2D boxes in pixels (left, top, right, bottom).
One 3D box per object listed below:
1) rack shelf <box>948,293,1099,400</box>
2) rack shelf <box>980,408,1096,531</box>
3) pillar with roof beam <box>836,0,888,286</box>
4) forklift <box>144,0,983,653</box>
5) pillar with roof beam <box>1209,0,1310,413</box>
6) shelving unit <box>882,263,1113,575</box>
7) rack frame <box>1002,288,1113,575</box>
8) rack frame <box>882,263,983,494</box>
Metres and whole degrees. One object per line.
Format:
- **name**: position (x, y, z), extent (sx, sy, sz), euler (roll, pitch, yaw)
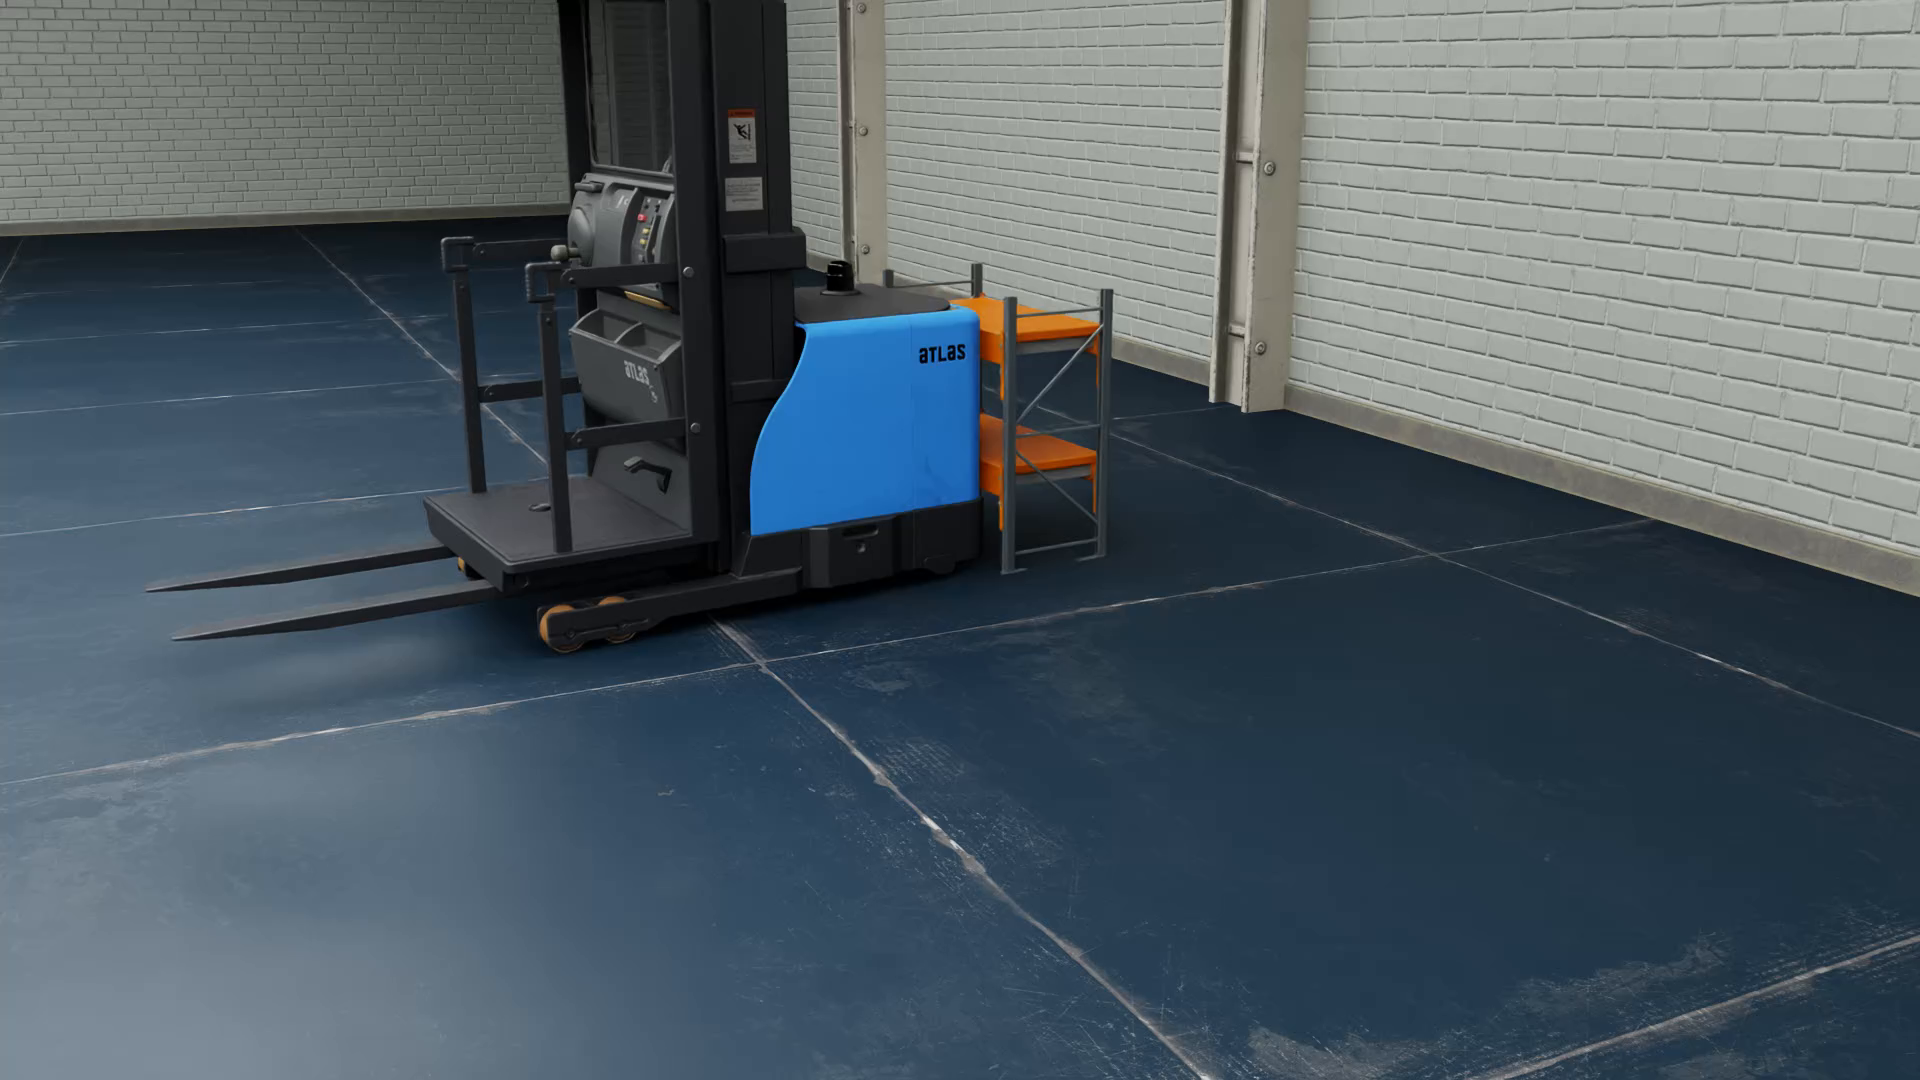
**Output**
- **rack shelf**: position (0.136, -0.840, 7.079), extent (0.538, 0.278, 1.000), euler (-9, 18, -29)
- **rack shelf**: position (0.136, -0.324, 7.227), extent (0.538, 0.278, 1.000), euler (-9, 18, -29)
- **pillar with roof beam**: position (-4.746, -6.117, 12.253), extent (9.100, 9.000, 0.400), euler (-8, 18, -25)
- **forklift**: position (-1.426, -1.176, 6.037), extent (3.031, 2.935, 1.130), euler (-10, 19, -31)
- **pillar with roof beam**: position (-2.118, -4.629, 7.069), extent (9.100, 9.000, 0.400), euler (-8, 18, -25)
- **shelving unit**: position (0.136, -0.559, 7.159), extent (0.538, 1.125, 1.048), euler (-9, 18, -29)
- **rack frame**: position (0.393, -0.438, 6.738), extent (0.500, 1.125, 0.032), euler (-9, 18, -29)
- **rack frame**: position (-0.121, -0.680, 7.581), extent (0.500, 1.125, 0.032), euler (-9, 18, -29)
